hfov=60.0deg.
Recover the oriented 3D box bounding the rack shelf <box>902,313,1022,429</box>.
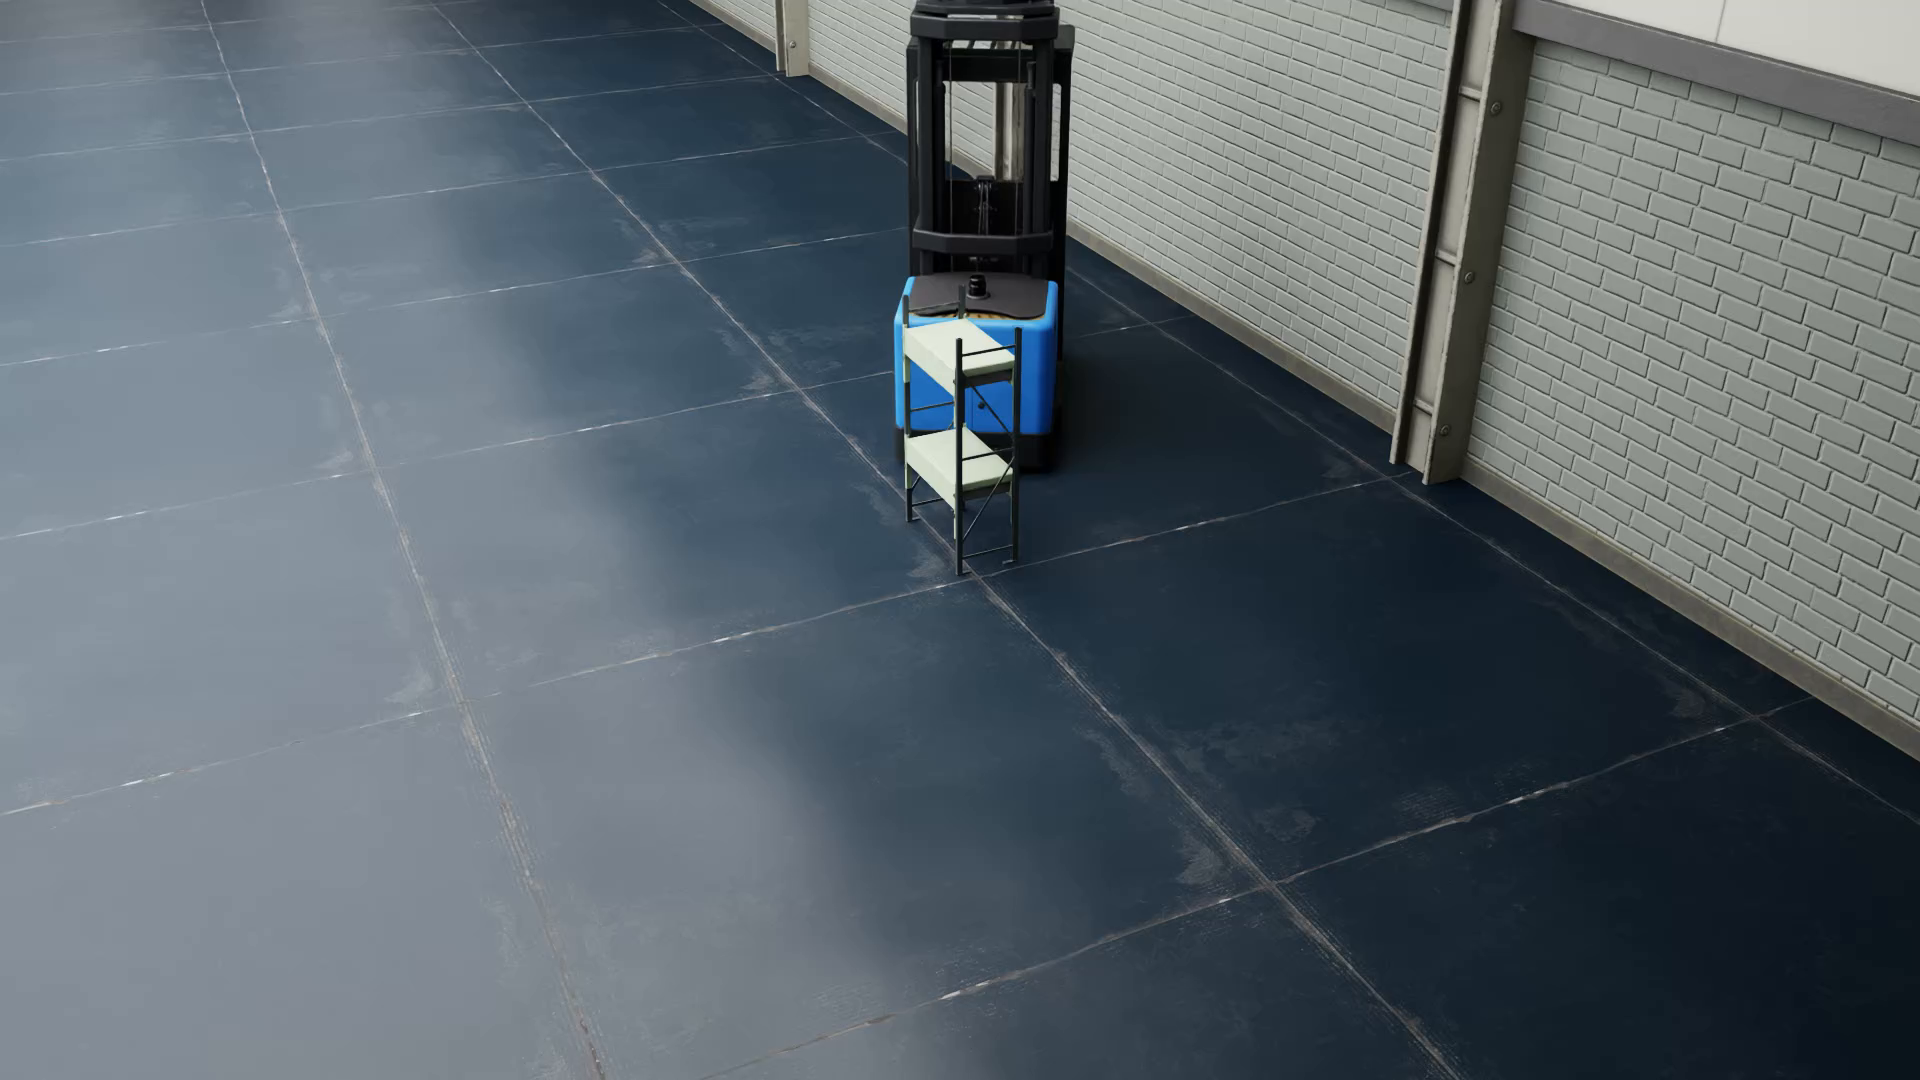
[{"bbox_3d":[0.003,-0.992,9.660,0.431,0.370,0.720,-13,32,-22],"label":"rack shelf"}]

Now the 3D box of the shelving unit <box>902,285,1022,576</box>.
[{"bbox_3d":[0.003,-0.651,9.851,0.431,1.500,0.755,-13,32,-22],"label":"shelving unit"}]

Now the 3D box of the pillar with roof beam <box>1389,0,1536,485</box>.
[{"bbox_3d":[-0.785,-3.497,7.259,9.100,9.000,0.400,-13,32,-22],"label":"pillar with roof beam"}]

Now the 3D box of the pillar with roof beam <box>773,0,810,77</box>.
[{"bbox_3d":[-5.936,-8.798,16.712,9.100,9.000,0.400,-13,32,-22],"label":"pillar with roof beam"}]

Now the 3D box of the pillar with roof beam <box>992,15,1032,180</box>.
[{"bbox_3d":[-3.360,-6.148,11.985,9.100,9.000,0.400,-13,32,-22],"label":"pillar with roof beam"}]

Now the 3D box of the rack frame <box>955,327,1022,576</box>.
[{"bbox_3d":[0.160,-0.490,9.562,0.400,1.500,0.023,-13,32,-22],"label":"rack frame"}]

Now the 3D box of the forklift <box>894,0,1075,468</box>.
[{"bbox_3d":[0.212,-2.446,11.589,1.130,2.935,3.031,2,29,4],"label":"forklift"}]

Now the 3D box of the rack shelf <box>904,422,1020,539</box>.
[{"bbox_3d":[0.003,-0.367,10.010,0.431,0.370,0.720,-13,32,-22],"label":"rack shelf"}]

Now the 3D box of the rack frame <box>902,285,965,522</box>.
[{"bbox_3d":[-0.154,-0.813,10.139,0.400,1.500,0.023,-13,32,-22],"label":"rack frame"}]
